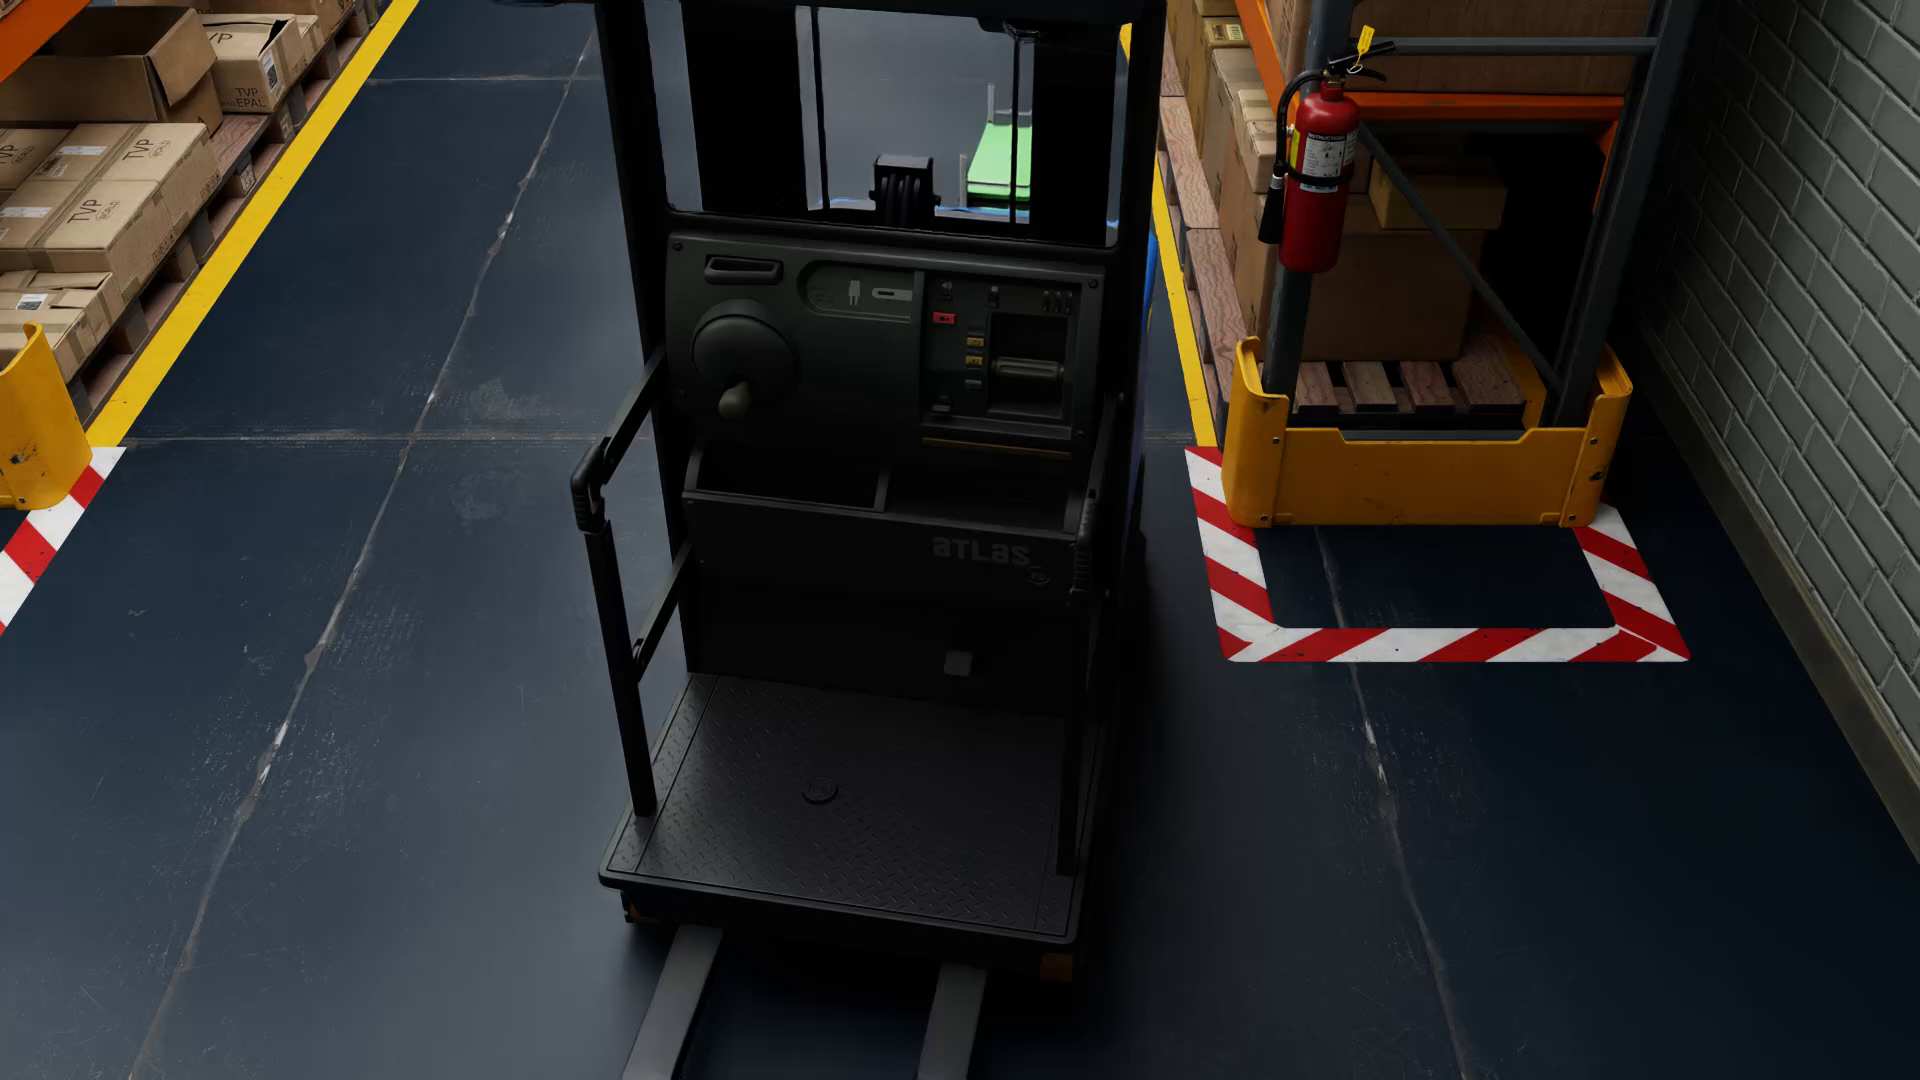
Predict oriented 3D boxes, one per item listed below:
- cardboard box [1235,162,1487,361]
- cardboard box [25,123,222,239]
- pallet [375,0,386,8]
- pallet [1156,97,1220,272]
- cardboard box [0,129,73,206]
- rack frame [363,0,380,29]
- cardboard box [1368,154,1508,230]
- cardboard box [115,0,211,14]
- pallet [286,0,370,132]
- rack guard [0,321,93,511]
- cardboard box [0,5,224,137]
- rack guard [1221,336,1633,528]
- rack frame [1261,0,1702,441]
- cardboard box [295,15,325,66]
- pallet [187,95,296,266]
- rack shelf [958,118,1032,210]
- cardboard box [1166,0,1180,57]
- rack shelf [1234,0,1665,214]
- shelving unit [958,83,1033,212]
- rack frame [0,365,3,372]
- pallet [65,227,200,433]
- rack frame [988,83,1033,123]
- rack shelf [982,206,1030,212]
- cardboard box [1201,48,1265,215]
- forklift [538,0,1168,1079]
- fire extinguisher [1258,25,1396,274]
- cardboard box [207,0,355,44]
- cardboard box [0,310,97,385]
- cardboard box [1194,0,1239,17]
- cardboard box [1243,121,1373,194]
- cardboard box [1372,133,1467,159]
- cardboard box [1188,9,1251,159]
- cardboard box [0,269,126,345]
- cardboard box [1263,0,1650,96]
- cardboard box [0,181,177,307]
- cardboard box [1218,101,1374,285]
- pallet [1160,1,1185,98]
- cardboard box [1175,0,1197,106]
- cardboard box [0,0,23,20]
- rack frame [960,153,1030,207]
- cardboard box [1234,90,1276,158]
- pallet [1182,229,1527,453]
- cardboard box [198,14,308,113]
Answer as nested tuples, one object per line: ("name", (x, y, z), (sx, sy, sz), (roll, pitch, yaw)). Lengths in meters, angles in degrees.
("cardboard box", (1.350, -0.958, 5.710), (0.700, 0.500, 0.500), (0, 39, 0))
("cardboard box", (-3.221, -1.391, 6.434), (0.500, 0.250, 0.500), (0, 39, 0))
("pallet", (-3.546, -3.248, 9.135), (1.003, 0.211, 1.213), (0, 39, 0))
("pallet", (1.373, -1.505, 6.959), (1.003, 0.211, 1.213), (0, 39, 0))
("cardboard box", (-3.721, -1.359, 6.394), (0.500, 0.250, 0.500), (0, 39, 0))
("rack frame", (-3.507, -3.828, 7.628), (1.000, 3.000, 0.127), (0, 39, 0))
("cardboard box", (1.550, -1.133, 5.410), (0.380, 0.149, 0.250), (0, 39, 0))
("cardboard box", (-3.723, -2.688, 8.003), (0.500, 0.311, 0.500), (0, 39, 0))
("pallet", (-3.507, -2.310, 7.964), (1.003, 0.211, 1.213), (0, 39, 0))
("rack guard", (-3.503, -0.398, 5.347), (1.175, 0.500, 0.348), (0, 39, 0))
("cardboard box", (-3.500, -1.850, 6.805), (0.797, 0.503, 0.637), (0, 39, 0))
("rack guard", (1.451, -0.342, 5.277), (1.175, 0.500, 0.348), (0, 39, 0))
("rack frame", (1.451, -1.332, 4.514), (1.000, 3.000, 0.127), (0, 39, 0))
("cardboard box", (-3.162, -2.296, 7.645), (0.380, 0.149, 0.250), (0, 39, 0))
("pallet", (-3.503, -1.545, 7.010), (1.003, 0.211, 1.213), (0, 39, 0))
("rack shelf", (0.163, -1.083, 4.976), (0.258, 0.148, 0.480), (6, 39, 8))
("cardboard box", (1.345, -2.554, 7.702), (0.700, 0.500, 0.500), (0, 39, 1))
("rack shelf", (1.449, -2.302, 6.299), (1.077, 0.370, 4.000), (0, 39, 0))
("shelving unit", (0.163, -0.758, 5.236), (0.258, 1.200, 0.503), (6, 39, 8))
("rack frame", (-3.503, -1.326, 4.506), (1.000, 3.000, 0.127), (0, 39, 0))
("pallet", (-3.505, -0.784, 6.060), (1.003, 0.211, 1.213), (0, 39, 0))
("rack frame", (0.206, -0.908, 5.424), (0.240, 1.200, 0.015), (6, 39, 8))
("rack shelf", (0.163, -0.895, 5.126), (0.258, 0.148, 0.480), (6, 39, 8))
("cardboard box", (1.348, -1.586, 6.493), (0.700, 0.500, 0.500), (-1, 39, -2))
("forklift", (-0.202, -0.343, 3.335), (1.130, 2.935, 3.031), (6, 39, 8))
("fire extinguisher", (0.990, -1.062, 4.536), (0.296, 0.674, 0.183), (0, 39, 0))
("cardboard box", (-3.223, -2.668, 7.828), (0.500, 0.500, 0.500), (0, 39, 0))
("cardboard box", (-3.159, -0.648, 5.587), (0.380, 0.149, 0.250), (0, 39, 0))
("cardboard box", (1.163, -2.267, 6.824), (0.380, 0.149, 0.250), (-1, 39, -1))
("cardboard box", (1.168, -1.292, 5.607), (0.380, 0.149, 0.250), (0, 39, -1))
("cardboard box", (1.549, -1.450, 5.805), (0.380, 0.149, 0.250), (0, 39, 0))
("cardboard box", (1.340, -1.919, 6.909), (0.700, 0.500, 0.500), (1, 39, 1))
("cardboard box", (-3.160, -0.811, 5.777), (0.380, 0.166, 0.250), (0, 39, 0))
("cardboard box", (1.440, -1.768, 4.818), (0.980, 0.700, 0.700), (2, 39, 2))
("cardboard box", (-3.220, -1.078, 6.043), (0.500, 0.250, 0.500), (0, 39, 0))
("cardboard box", (1.350, -1.271, 6.101), (0.700, 0.500, 0.500), (0, 39, 0))
("pallet", (1.369, -2.270, 7.914), (1.003, 0.211, 1.213), (0, 39, 0))
("cardboard box", (1.342, -2.240, 7.310), (0.700, 0.500, 0.500), (0, 39, -1))
("cardboard box", (-3.245, -1.966, 5.224), (0.500, 0.500, 0.500), (0, 39, 0))
("rack frame", (0.120, -0.608, 5.049), (0.240, 1.200, 0.015), (6, 39, 8))
("cardboard box", (1.167, -1.451, 5.807), (0.380, 0.149, 0.250), (1, 39, 1))
("pallet", (1.372, -0.744, 6.010), (1.003, 0.211, 1.213), (0, 39, 0))
("cardboard box", (-3.222, -2.125, 7.301), (0.500, 0.311, 0.500), (0, 39, 0))
